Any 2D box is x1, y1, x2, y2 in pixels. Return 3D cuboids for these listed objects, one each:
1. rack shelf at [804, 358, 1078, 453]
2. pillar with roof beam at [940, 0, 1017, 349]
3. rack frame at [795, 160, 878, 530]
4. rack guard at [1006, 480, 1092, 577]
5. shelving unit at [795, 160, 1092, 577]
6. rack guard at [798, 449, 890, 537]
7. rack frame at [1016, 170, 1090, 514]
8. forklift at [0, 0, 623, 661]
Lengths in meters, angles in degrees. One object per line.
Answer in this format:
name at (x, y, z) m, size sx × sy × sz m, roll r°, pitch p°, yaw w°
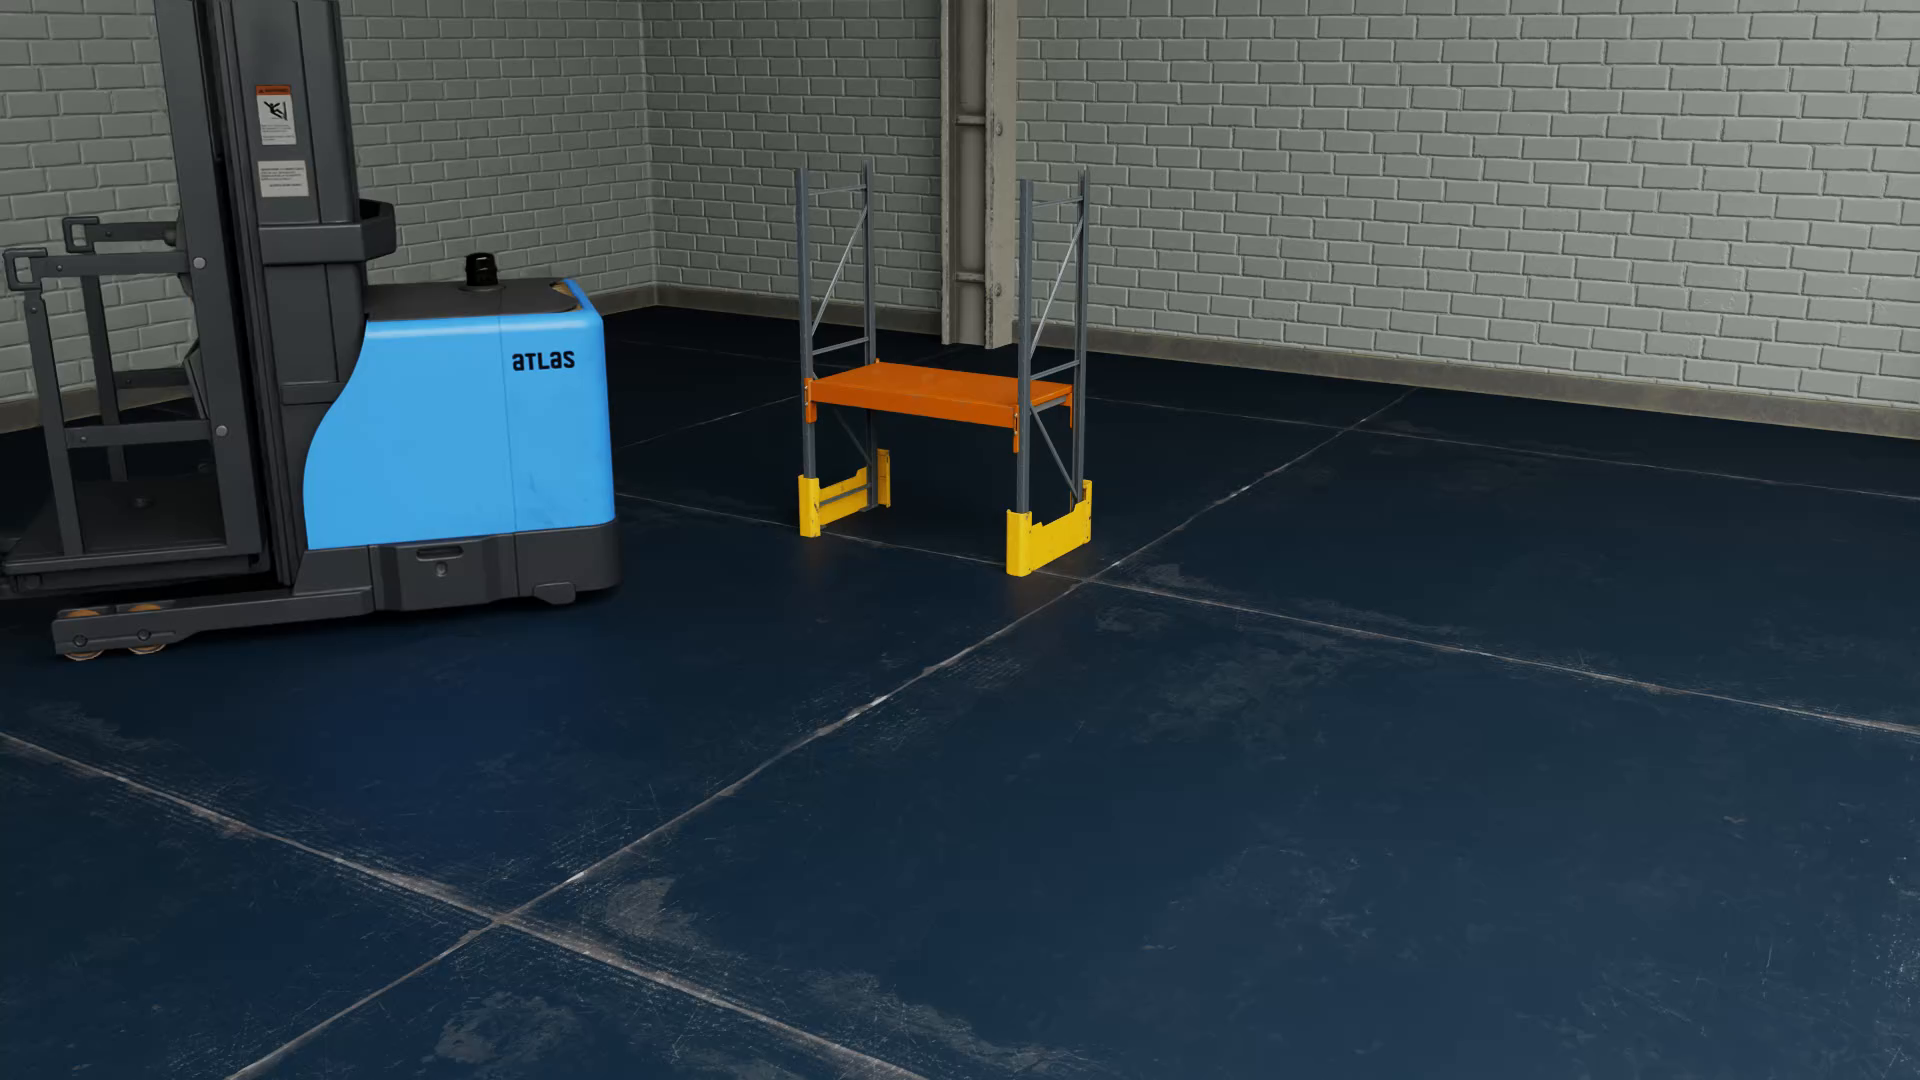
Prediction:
rack shelf at (-0.073, -0.558, 6.758) m, size 1.000 × 0.185 × 0.538 m, roll 10°, pitch 20°, yaw 30°
pillar with roof beam at (-2.133, -4.577, 6.465) m, size 0.400 × 9.000 × 9.100 m, roll 10°, pitch 20°, yaw 30°
rack frame at (-0.506, -0.808, 6.961) m, size 0.032 × 1.500 × 0.500 m, roll 10°, pitch 20°, yaw 30°
rack guard at (0.359, -0.055, 6.634) m, size 0.087 × 0.250 × 0.587 m, roll 10°, pitch 20°, yaw 30°
shelving unit at (-0.065, -0.729, 6.701) m, size 1.083 × 1.500 × 0.587 m, roll 10°, pitch 20°, yaw 30°
rack guard at (-0.489, -0.207, 7.132) m, size 0.087 × 0.250 × 0.587 m, roll 10°, pitch 20°, yaw 30°
rack frame at (0.360, -0.653, 6.451) m, size 0.032 × 1.500 × 0.500 m, roll 10°, pitch 20°, yaw 30°
forklift at (-2.821, -1.171, 5.695) m, size 3.031 × 2.935 × 1.130 m, roll -5°, pitch 18°, yaw -17°
